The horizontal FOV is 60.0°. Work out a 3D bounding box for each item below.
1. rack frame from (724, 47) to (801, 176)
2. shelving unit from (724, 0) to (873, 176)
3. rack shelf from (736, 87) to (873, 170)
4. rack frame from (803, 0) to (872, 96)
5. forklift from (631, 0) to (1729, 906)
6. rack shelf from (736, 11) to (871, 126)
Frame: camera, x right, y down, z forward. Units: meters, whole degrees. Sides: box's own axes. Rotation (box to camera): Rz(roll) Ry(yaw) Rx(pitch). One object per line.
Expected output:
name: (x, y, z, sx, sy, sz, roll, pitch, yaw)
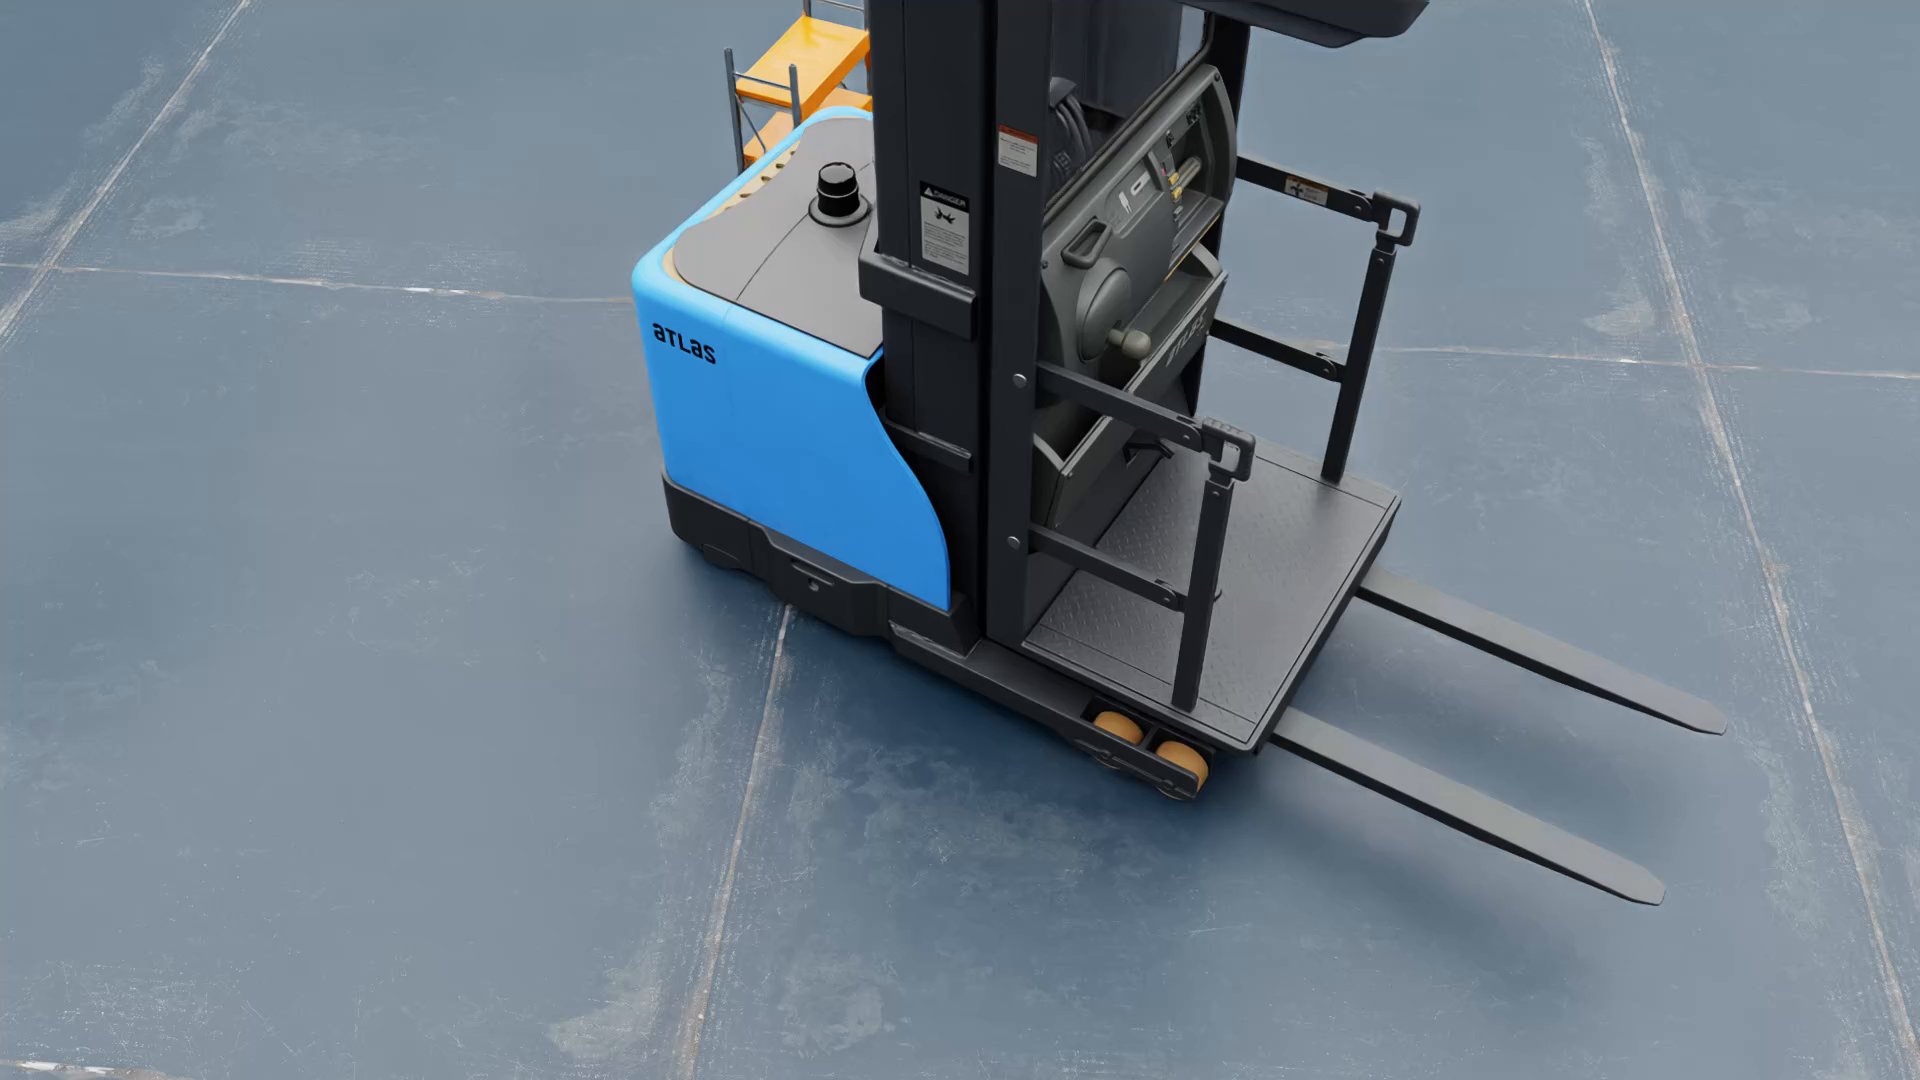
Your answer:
rack frame: (-0.594, -1.030, 5.379, 0.240, 1.200, 0.015, 19, 50, 16)
shelving unit: (-0.493, -1.194, 5.529, 0.258, 1.200, 0.503, 19, 50, 16)
rack shelf: (-0.493, -1.299, 5.413, 0.258, 0.148, 0.480, 19, 50, 16)
rack frame: (-0.392, -1.358, 5.679, 0.240, 1.200, 0.015, 19, 50, 16)
forklift: (0.618, -0.726, 3.928, 3.031, 2.935, 1.130, 24, 52, 21)
rack shelf: (-0.493, -1.459, 5.239, 0.258, 0.148, 0.480, 19, 50, 16)
